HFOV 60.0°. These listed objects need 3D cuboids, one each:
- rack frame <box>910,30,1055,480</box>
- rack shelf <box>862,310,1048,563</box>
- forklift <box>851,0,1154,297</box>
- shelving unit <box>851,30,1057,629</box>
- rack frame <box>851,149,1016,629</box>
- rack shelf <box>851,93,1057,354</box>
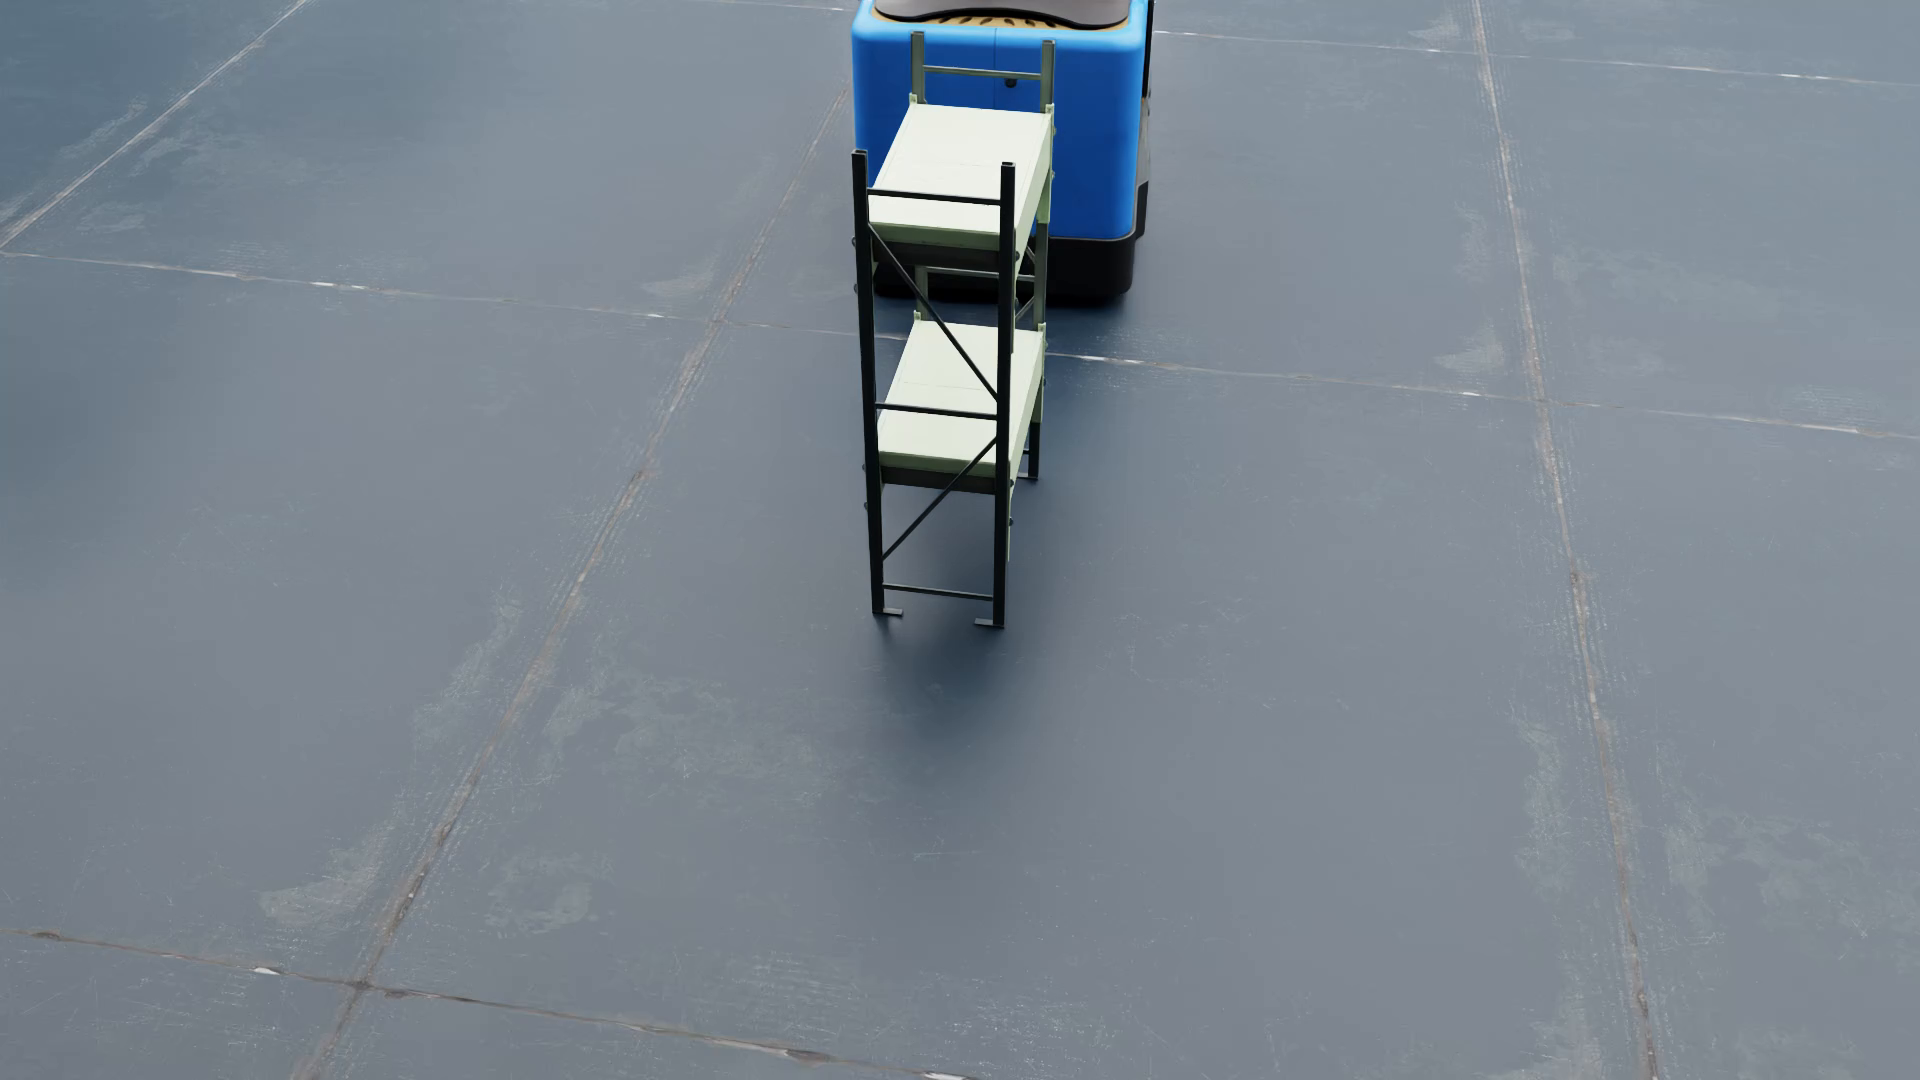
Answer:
[{"bbox_3d":[0.062,-0.804,5.045,0.400,1.500,0.023,6,40,8],"label":"rack frame"},{"bbox_3d":[-0.001,-0.323,4.975,0.431,0.370,0.720,6,40,8],"label":"rack shelf"},{"bbox_3d":[0.282,-2.972,6.545,1.130,2.935,3.031,4,40,5],"label":"forklift"},{"bbox_3d":[-0.001,-0.574,4.767,0.431,1.500,0.755,6,40,8],"label":"shelving unit"},{"bbox_3d":[-0.064,-0.344,4.489,0.400,1.500,0.023,6,40,8],"label":"rack frame"},{"bbox_3d":[-0.001,-0.875,4.518,0.431,0.370,0.720,6,40,8],"label":"rack shelf"}]
